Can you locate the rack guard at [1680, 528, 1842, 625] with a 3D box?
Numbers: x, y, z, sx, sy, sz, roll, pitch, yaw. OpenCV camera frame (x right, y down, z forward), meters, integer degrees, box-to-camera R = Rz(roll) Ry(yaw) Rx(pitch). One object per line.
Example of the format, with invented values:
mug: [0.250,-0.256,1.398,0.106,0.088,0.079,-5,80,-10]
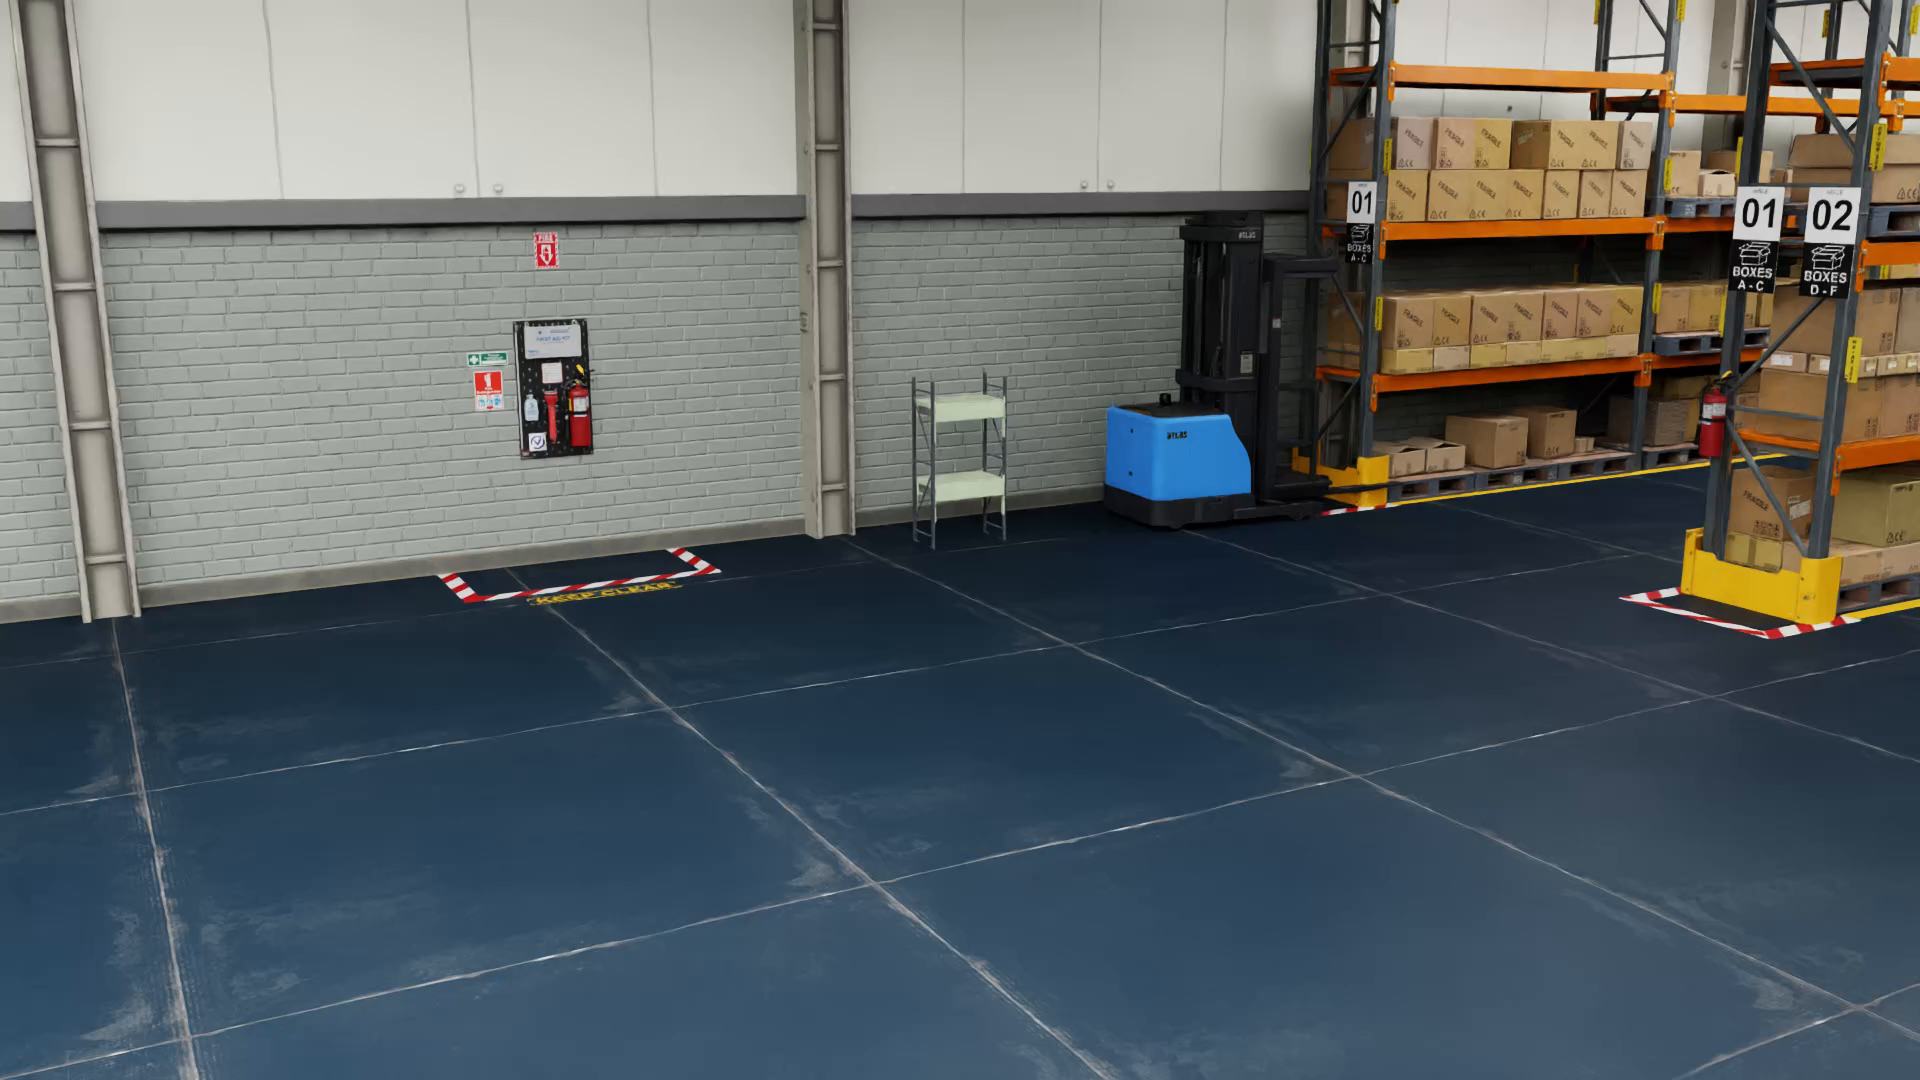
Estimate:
rack guard: [6.211,0.265,12.934,0.348,0.500,1.175,-7,14,-28]

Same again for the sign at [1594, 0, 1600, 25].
sign: [7.095,-5.898,18.475,0.005,0.325,0.100,-7,14,-28]

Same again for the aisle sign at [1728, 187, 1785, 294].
aisle sign: [6.034,-2.275,12.607,0.004,0.787,0.394,-7,14,-28]

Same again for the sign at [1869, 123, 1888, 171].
sign: [6.493,-2.778,11.759,0.005,0.325,0.100,-7,14,-28]

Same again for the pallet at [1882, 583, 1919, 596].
pallet: [7.953,0.187,13.937,1.213,0.211,1.003,-7,14,-28]

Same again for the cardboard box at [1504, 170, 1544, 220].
cardboard box: [5.671,-3.586,17.246,0.500,0.500,0.500,-6,14,-24]

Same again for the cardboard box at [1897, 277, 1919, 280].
cardboard box: [8.035,-1.853,13.471,0.500,0.500,0.700,-7,14,-28]

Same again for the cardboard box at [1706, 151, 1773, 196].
cardboard box: [8.967,-4.221,19.158,0.500,0.500,0.500,-7,15,-30]

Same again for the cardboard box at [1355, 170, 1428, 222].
cardboard box: [4.269,-3.420,16.511,0.500,0.500,0.500,-6,14,-26]

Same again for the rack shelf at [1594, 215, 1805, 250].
rack shelf: [9.122,-3.655,19.466,4.000,0.370,1.077,-7,14,-28]

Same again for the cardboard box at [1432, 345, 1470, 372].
cardboard box: [4.885,-1.896,17.137,0.500,0.250,0.500,-7,15,-30]

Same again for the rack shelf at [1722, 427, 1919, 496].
rack shelf: [7.987,-0.817,13.685,4.000,0.370,1.077,-7,14,-28]

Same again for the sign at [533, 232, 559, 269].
sign: [-3.453,-2.417,13.879,0.199,0.298,0.001,-7,14,-28]

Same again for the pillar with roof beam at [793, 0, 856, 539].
pillar with roof beam: [0.851,-3.618,10.830,0.400,9.000,9.100,-7,14,-28]

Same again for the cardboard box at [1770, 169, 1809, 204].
cardboard box: [9.695,-4.158,19.782,0.637,0.503,0.797,-5,14,-20]

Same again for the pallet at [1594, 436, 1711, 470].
pallet: [8.049,-1.054,19.453,1.213,0.211,1.003,-7,14,-28]

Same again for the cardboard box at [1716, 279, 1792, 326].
cardboard box: [9.386,-2.830,19.762,0.500,0.500,0.700,-7,14,-28]

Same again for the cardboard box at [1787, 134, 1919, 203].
cardboard box: [6.738,-2.804,12.534,0.637,0.503,0.797,-6,14,-24]

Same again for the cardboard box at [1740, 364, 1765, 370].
cardboard box: [9.740,-1.980,20.201,0.500,0.250,0.500,-7,14,-27]

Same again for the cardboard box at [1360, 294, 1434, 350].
cardboard box: [4.418,-2.206,16.809,0.500,0.500,0.500,-7,14,-28]

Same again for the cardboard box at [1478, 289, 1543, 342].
cardboard box: [5.761,-2.366,17.519,0.500,0.500,0.500,-6,14,-26]

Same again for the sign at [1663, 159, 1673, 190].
sign: [7.633,-3.944,17.934,0.005,0.325,0.100,-7,14,-28]

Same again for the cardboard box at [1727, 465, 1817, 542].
cardboard box: [6.560,-0.300,13.350,0.500,0.500,0.500,-7,14,-28]

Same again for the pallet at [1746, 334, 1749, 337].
pallet: [10.303,-2.564,20.248,1.003,0.211,1.213,-7,14,-28]

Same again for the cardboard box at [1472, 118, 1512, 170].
cardboard box: [5.219,-4.014,16.872,0.500,0.500,0.500,-6,14,-26]

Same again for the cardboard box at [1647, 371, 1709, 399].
cardboard box: [8.389,-1.821,19.492,0.500,0.250,0.500,-7,15,-29]

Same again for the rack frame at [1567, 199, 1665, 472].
rack frame: [7.366,-2.332,18.781,0.127,3.000,1.000,-7,14,-28]

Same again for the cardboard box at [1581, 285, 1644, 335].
cardboard box: [7.099,-2.525,18.227,0.500,0.500,0.500,-7,14,-28]

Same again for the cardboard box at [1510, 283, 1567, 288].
cardboard box: [6.398,-2.572,18.434,0.500,0.500,0.500,-7,14,-28]

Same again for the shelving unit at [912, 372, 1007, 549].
shelving unit: [-0.006,-0.731,15.082,0.755,1.500,0.431,-7,14,-28]

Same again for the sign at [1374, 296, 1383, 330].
sign: [4.115,-2.229,16.352,0.005,0.325,0.100,-7,14,-28]

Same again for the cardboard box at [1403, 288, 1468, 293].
cardboard box: [5.065,-2.411,17.718,0.500,0.500,0.500,-7,15,-29]

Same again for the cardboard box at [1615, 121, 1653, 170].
cardboard box: [7.056,-4.237,17.863,0.500,0.500,0.500,-8,15,-33]

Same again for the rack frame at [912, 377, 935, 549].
rack frame: [-0.327,-0.692,14.911,0.023,1.500,0.400,-7,14,-28]

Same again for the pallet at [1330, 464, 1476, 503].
pallet: [4.652,-0.638,17.603,1.213,0.211,1.003,-7,14,-28]

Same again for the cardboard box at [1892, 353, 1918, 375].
cardboard box: [7.130,-1.376,12.829,0.250,0.149,0.380,-7,14,-28]

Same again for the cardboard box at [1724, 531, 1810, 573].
cardboard box: [6.561,0.066,13.431,0.500,0.250,0.500,-7,14,-28]

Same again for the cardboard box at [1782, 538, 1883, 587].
cardboard box: [6.809,0.166,12.987,0.500,0.250,0.500,-7,14,-28]

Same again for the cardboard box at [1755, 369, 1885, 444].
cardboard box: [6.648,-1.053,12.868,0.500,0.500,0.700,-7,14,-28]

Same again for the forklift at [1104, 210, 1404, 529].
forklift: [2.974,-1.721,16.221,3.031,2.935,1.130,-6,14,-23]

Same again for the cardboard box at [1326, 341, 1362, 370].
cardboard box: [4.173,-1.935,17.310,0.500,0.250,0.500,-7,14,-27]

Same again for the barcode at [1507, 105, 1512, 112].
barcode: [5.940,-4.659,17.962,0.075,0.075,0.001,-7,14,-28]

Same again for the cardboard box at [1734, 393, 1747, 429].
cardboard box: [8.901,-1.518,19.854,0.500,0.500,0.700,-7,14,-27]

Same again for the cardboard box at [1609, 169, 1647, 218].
cardboard box: [7.039,-3.753,17.990,0.500,0.500,0.500,-6,14,-26]

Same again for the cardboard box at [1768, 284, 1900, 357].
cardboard box: [6.694,-1.691,12.750,0.500,0.500,0.700,-7,14,-28]

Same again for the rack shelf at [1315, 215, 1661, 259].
rack shelf: [5.611,-3.234,17.596,4.000,0.370,1.077,-7,14,-28]

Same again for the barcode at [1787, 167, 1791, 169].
barcode: [10.251,-4.580,20.573,0.075,0.075,0.001,-7,14,-28]

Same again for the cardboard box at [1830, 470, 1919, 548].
cardboard box: [7.247,-0.253,13.140,0.500,0.500,0.500,-7,14,-28]

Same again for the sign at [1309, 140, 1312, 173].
sign: [3.607,-3.916,16.970,0.005,0.325,0.100,-7,14,-28]

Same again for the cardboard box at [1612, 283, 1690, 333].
cardboard box: [7.829,-2.643,18.931,0.500,0.500,0.700,-7,14,-28]

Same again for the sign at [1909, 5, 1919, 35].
sign: [11.146,-6.071,19.421,0.005,0.325,0.100,-7,14,-28]

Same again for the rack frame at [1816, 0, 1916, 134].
rack frame: [10.877,-5.680,19.992,0.127,3.000,1.000,-7,14,-28]

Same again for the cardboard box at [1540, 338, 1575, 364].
cardboard box: [6.220,-2.054,17.840,0.500,0.250,0.500,-7,14,-28]

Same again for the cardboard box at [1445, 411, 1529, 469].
cardboard box: [5.674,-1.090,17.951,0.500,0.500,0.700,-8,15,-31]

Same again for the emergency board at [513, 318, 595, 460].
emergency board: [-3.399,-1.268,14.052,0.643,1.169,0.194,-7,14,-28]

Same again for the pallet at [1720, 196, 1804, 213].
pallet: [8.868,-3.858,19.157,1.003,0.211,1.213,-7,14,-28]

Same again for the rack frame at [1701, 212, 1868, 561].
rack frame: [6.232,-0.957,12.671,0.127,3.000,1.000,-7,14,-28]
